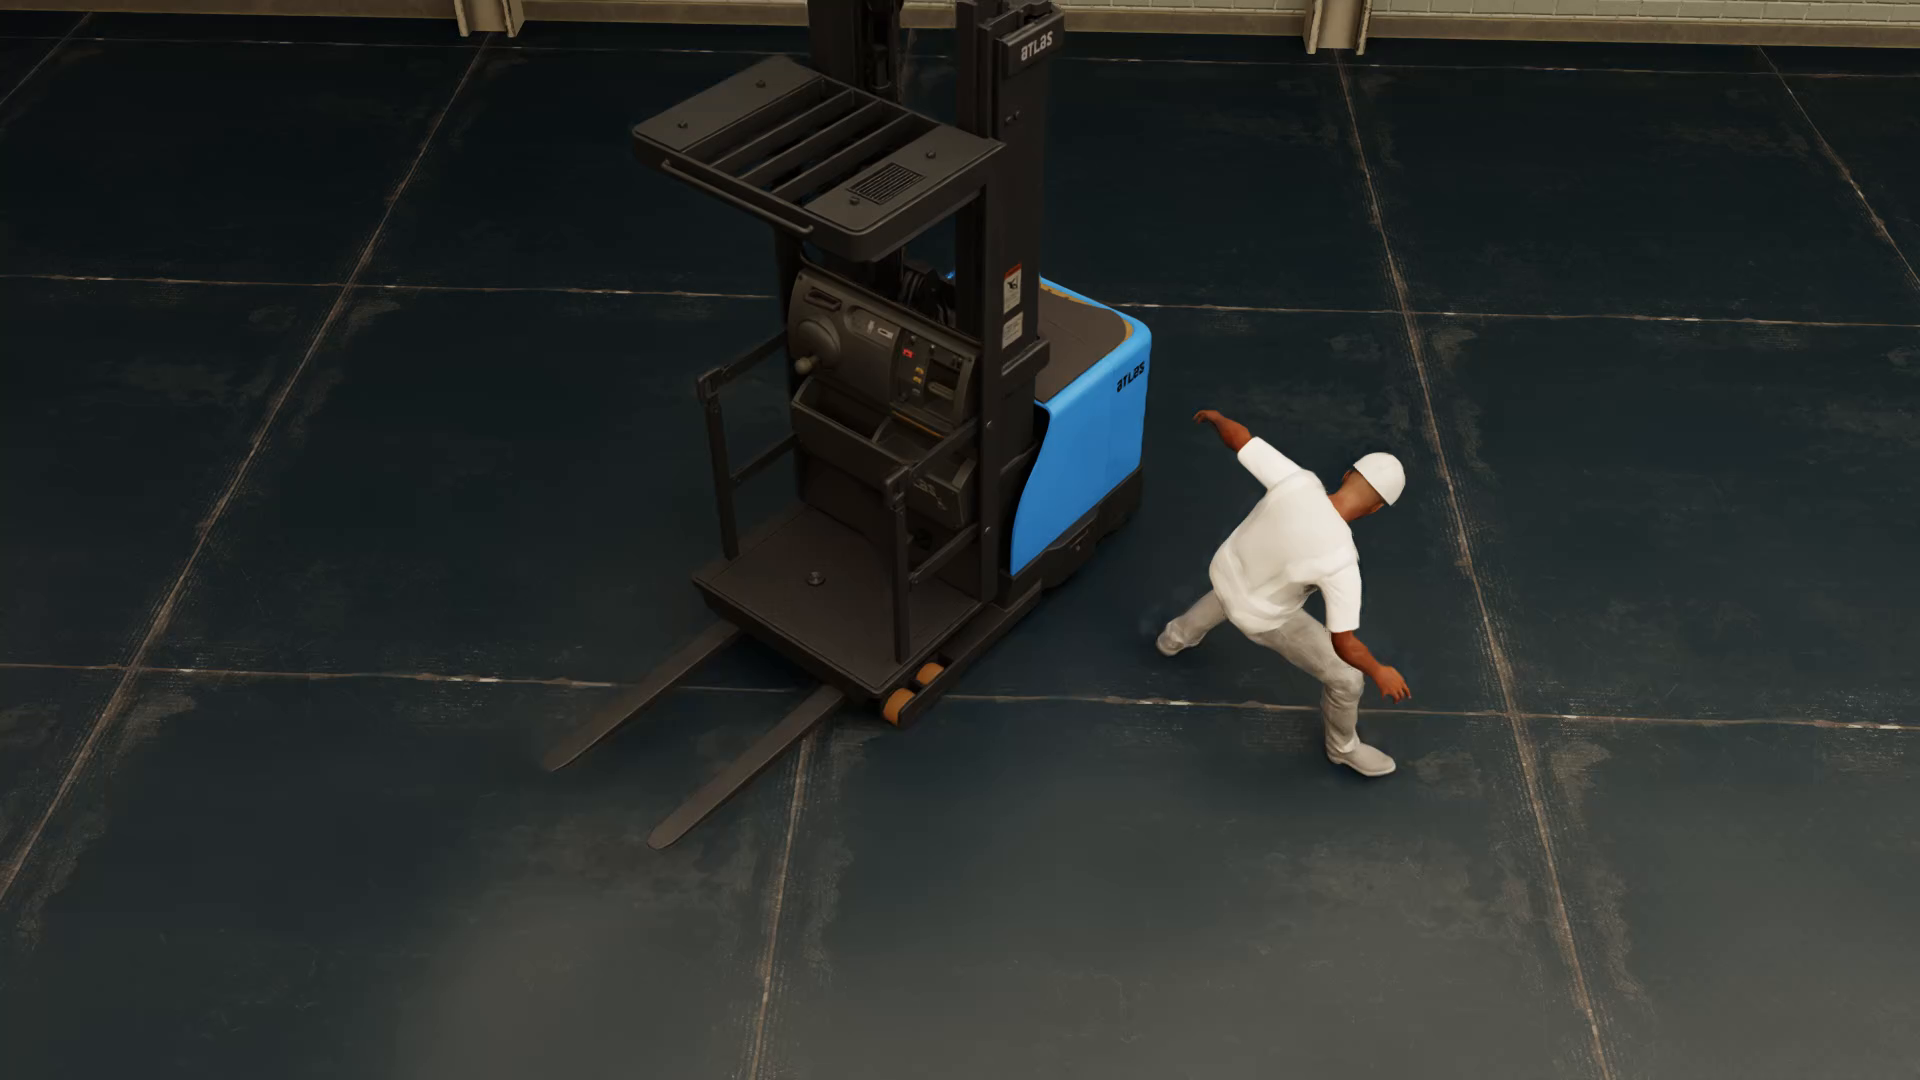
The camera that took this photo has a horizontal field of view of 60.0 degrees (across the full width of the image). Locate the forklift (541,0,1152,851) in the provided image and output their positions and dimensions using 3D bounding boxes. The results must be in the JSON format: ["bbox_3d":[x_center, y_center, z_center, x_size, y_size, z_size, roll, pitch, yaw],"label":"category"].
[{"bbox_3d":[-0.453,-0.674,6.480,1.130,2.935,3.031,29,50,28],"label":"forklift"}]

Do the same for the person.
[{"bbox_3d":[1.277,0.150,6.674,0.726,1.480,1.227,-11,44,-12],"label":"person"}]
